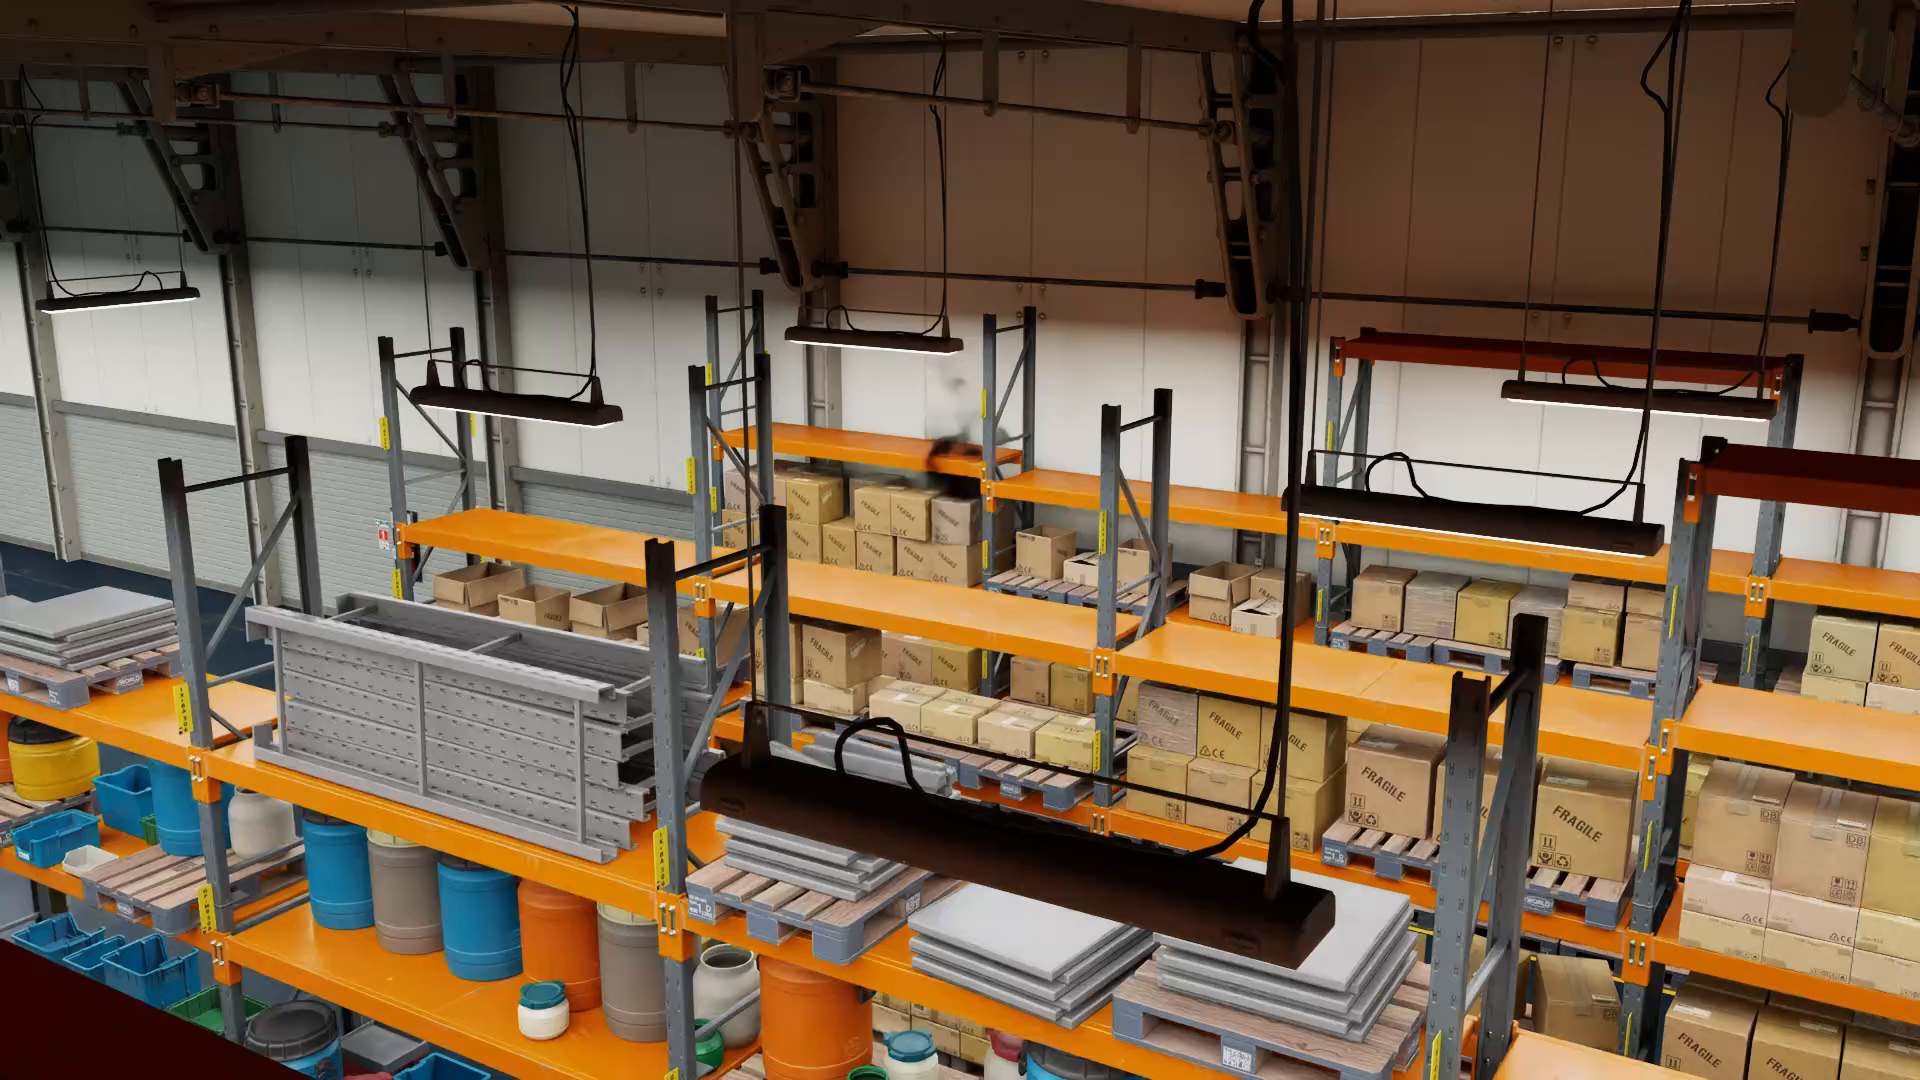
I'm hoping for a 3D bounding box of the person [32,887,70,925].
[{"bbox_3d":[-9.183,3.100,17.216,0.949,1.760,0.705,-10,17,-35],"label":"person"}]
